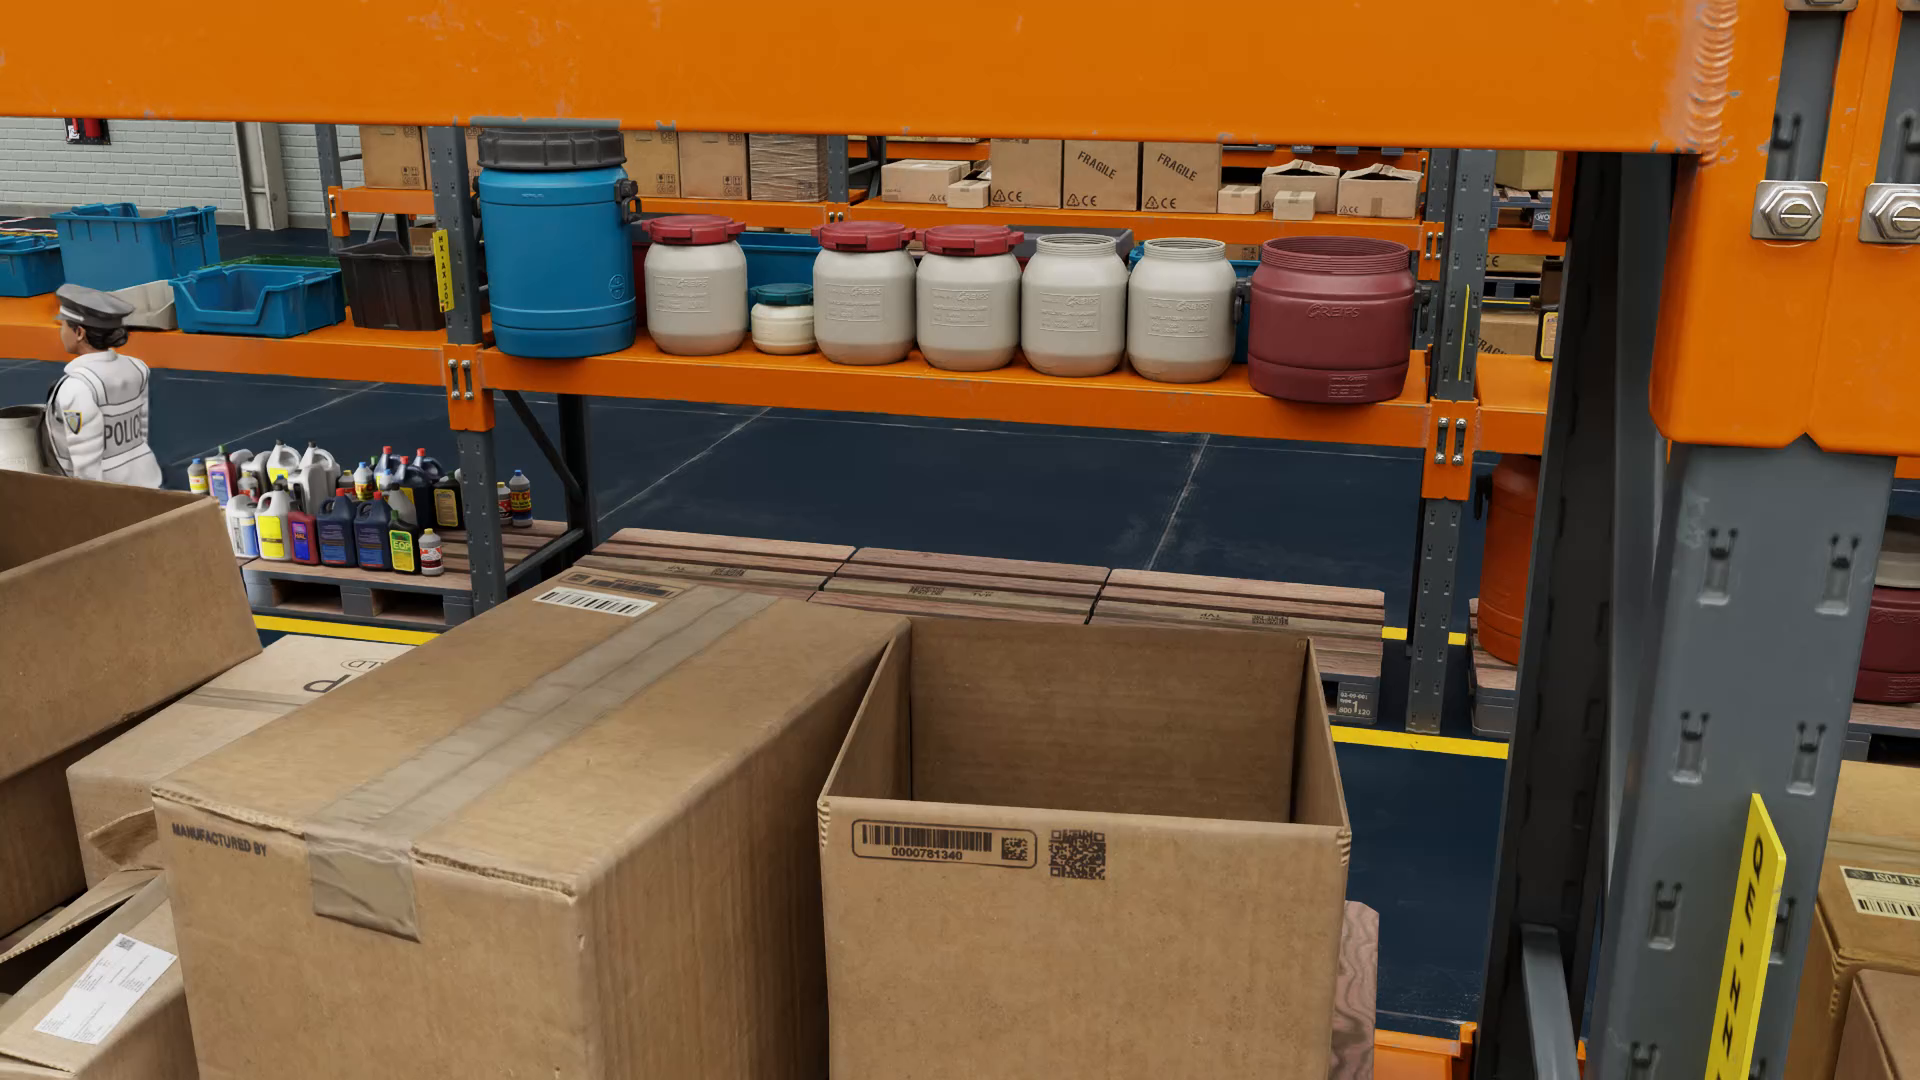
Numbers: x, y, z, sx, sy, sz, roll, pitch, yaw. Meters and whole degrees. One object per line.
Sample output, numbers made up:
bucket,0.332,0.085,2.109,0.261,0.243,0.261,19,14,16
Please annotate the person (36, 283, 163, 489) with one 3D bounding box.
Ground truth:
person,-3.271,-0.120,6.396,0.472,1.718,0.466,4,19,11
